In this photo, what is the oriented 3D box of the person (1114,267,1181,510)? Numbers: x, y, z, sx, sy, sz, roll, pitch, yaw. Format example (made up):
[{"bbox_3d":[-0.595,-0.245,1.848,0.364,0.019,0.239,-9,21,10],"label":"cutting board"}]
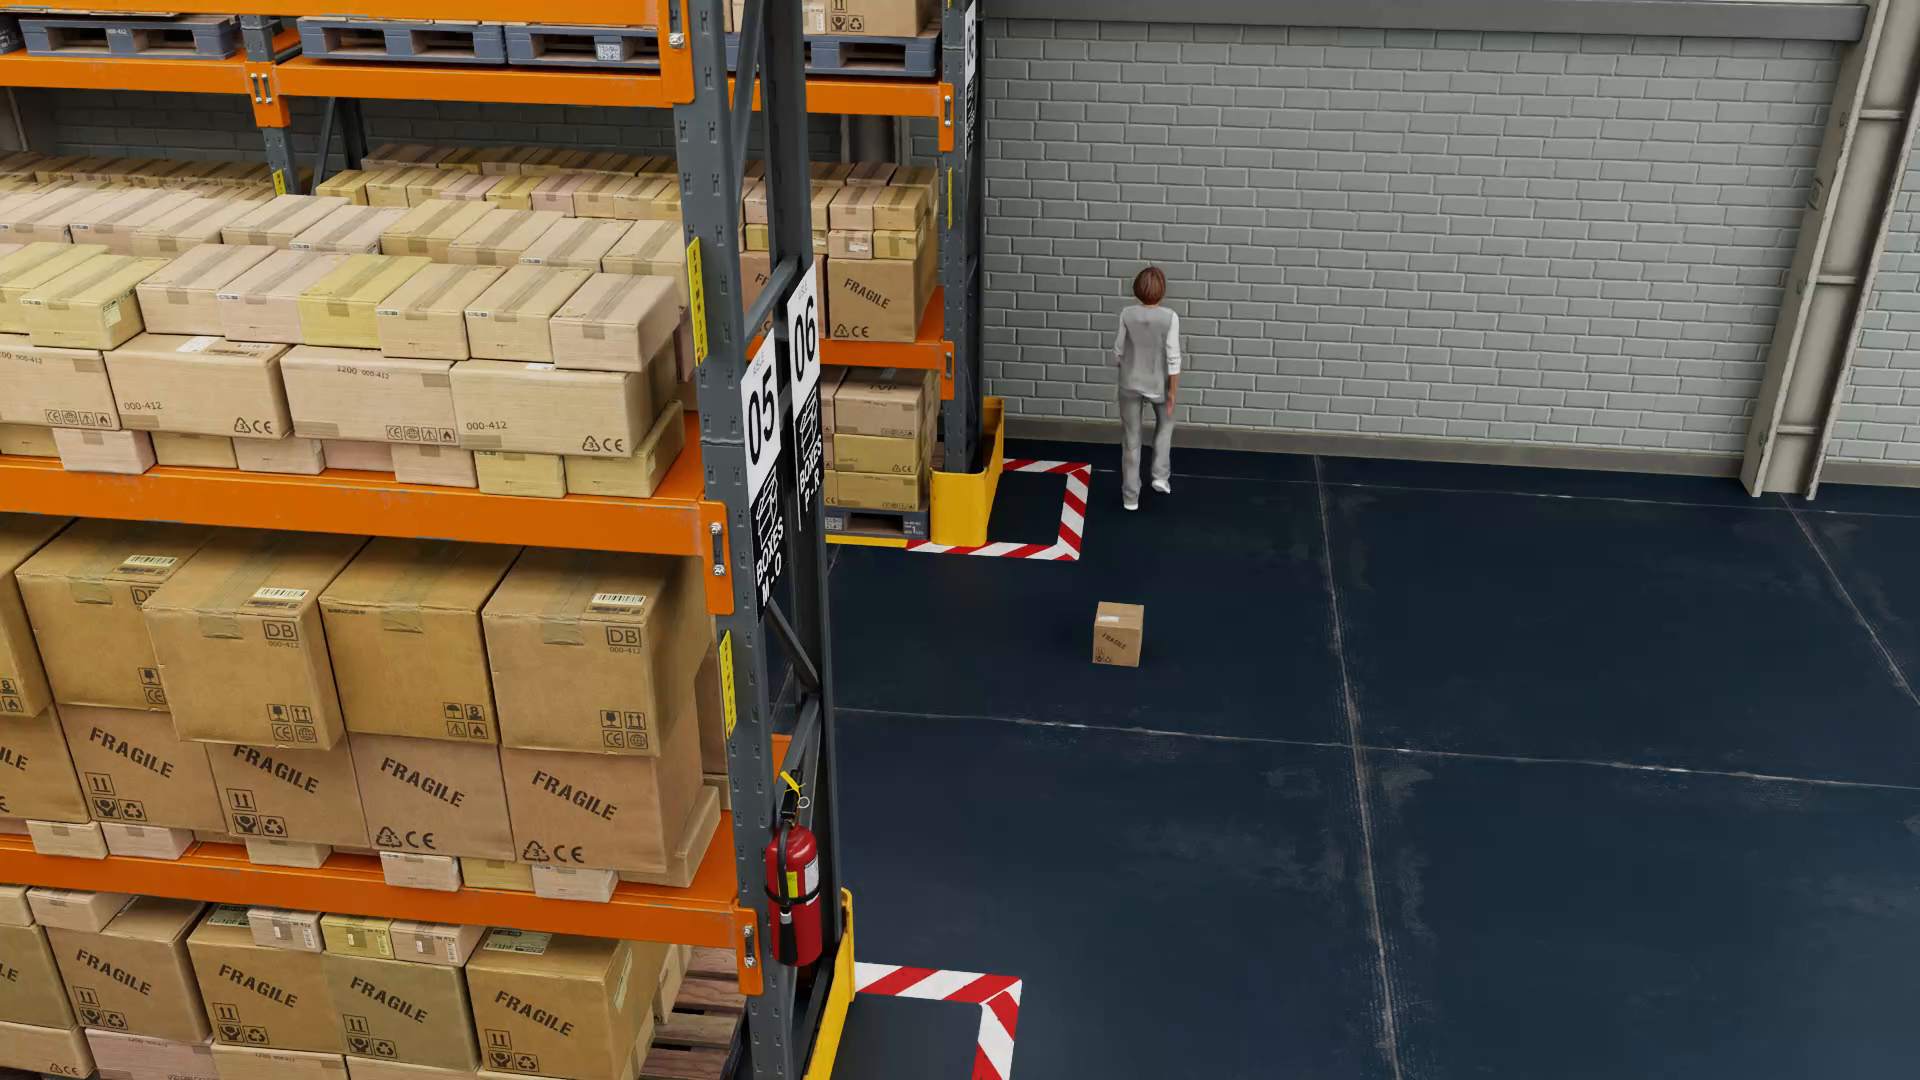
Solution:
[{"bbox_3d":[1.168,-0.946,10.467,0.430,1.652,0.528,5,29,10],"label":"person"}]
